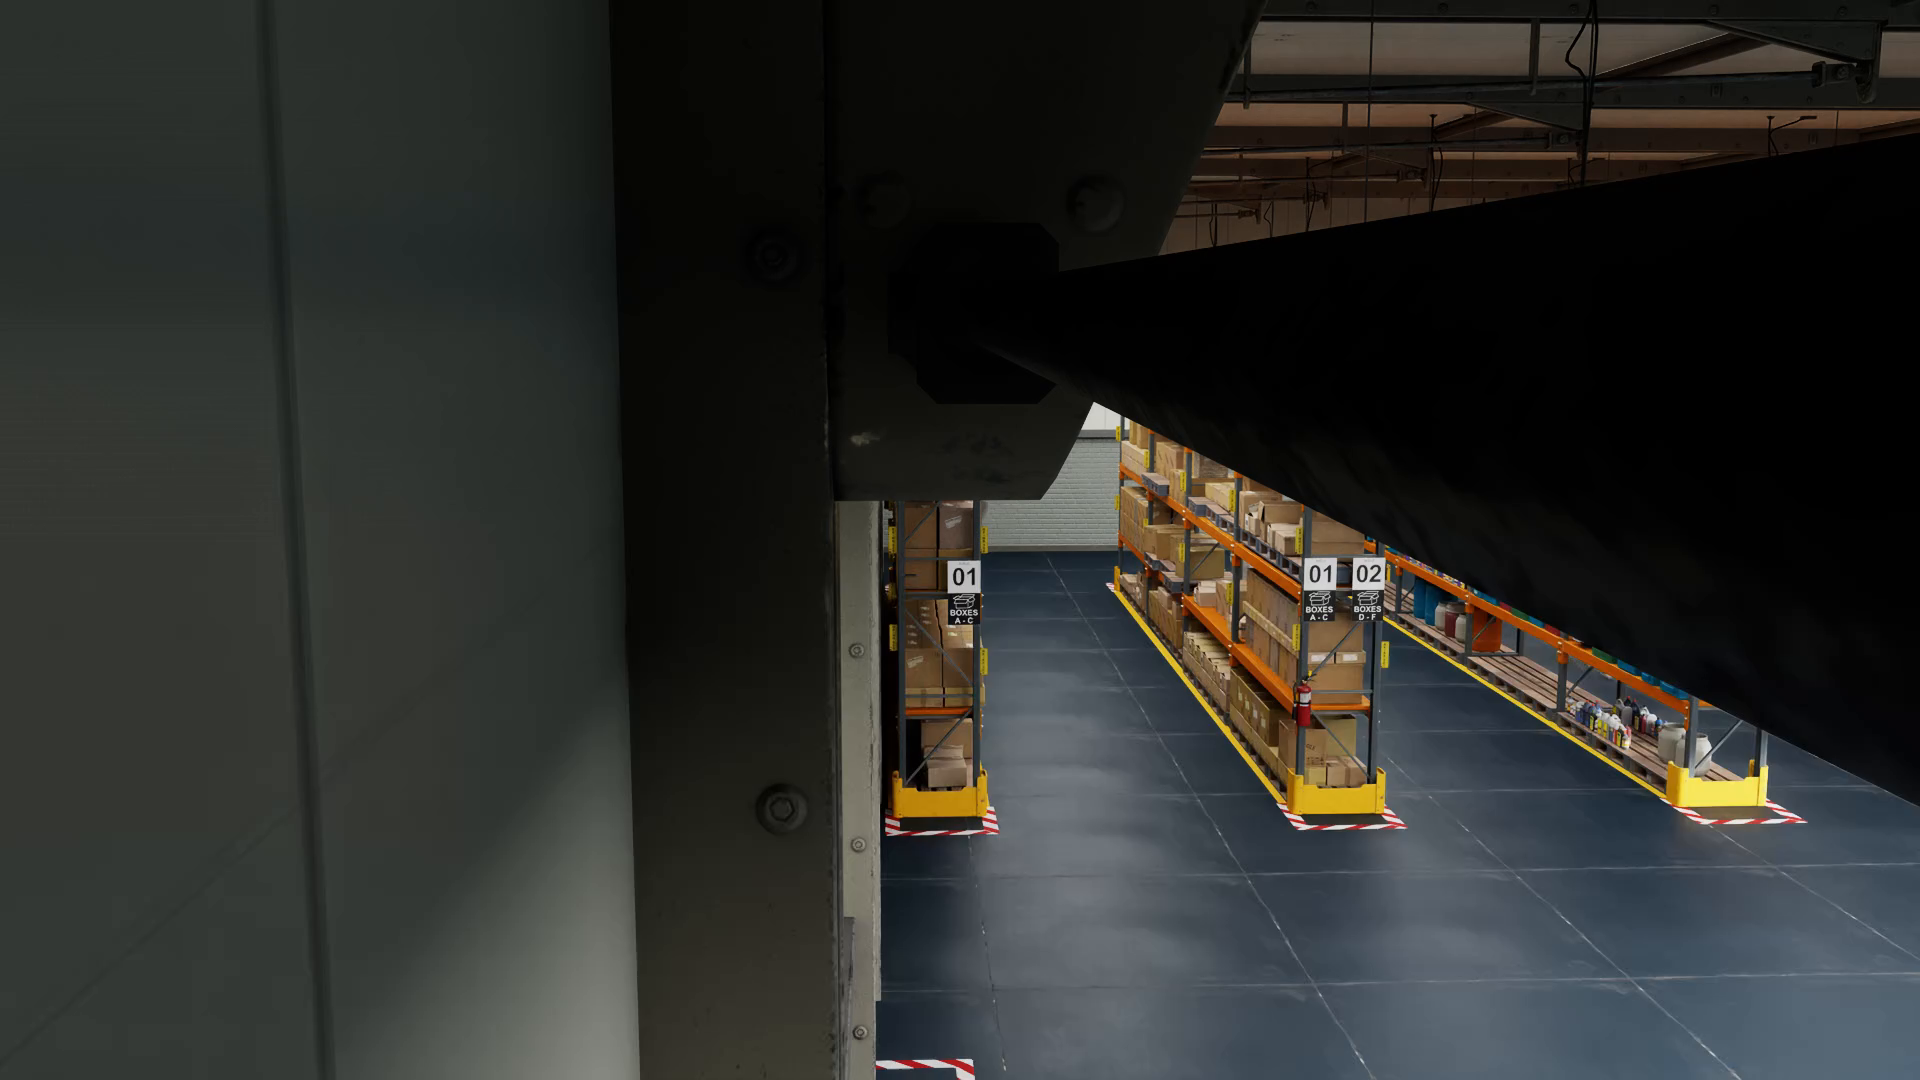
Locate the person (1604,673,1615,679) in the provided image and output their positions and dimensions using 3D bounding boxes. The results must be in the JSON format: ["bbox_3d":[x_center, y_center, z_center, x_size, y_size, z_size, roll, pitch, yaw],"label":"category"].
[{"bbox_3d":[10.932,1.562,27.403,0.546,1.618,0.960,0,8,-3],"label":"person"}]
